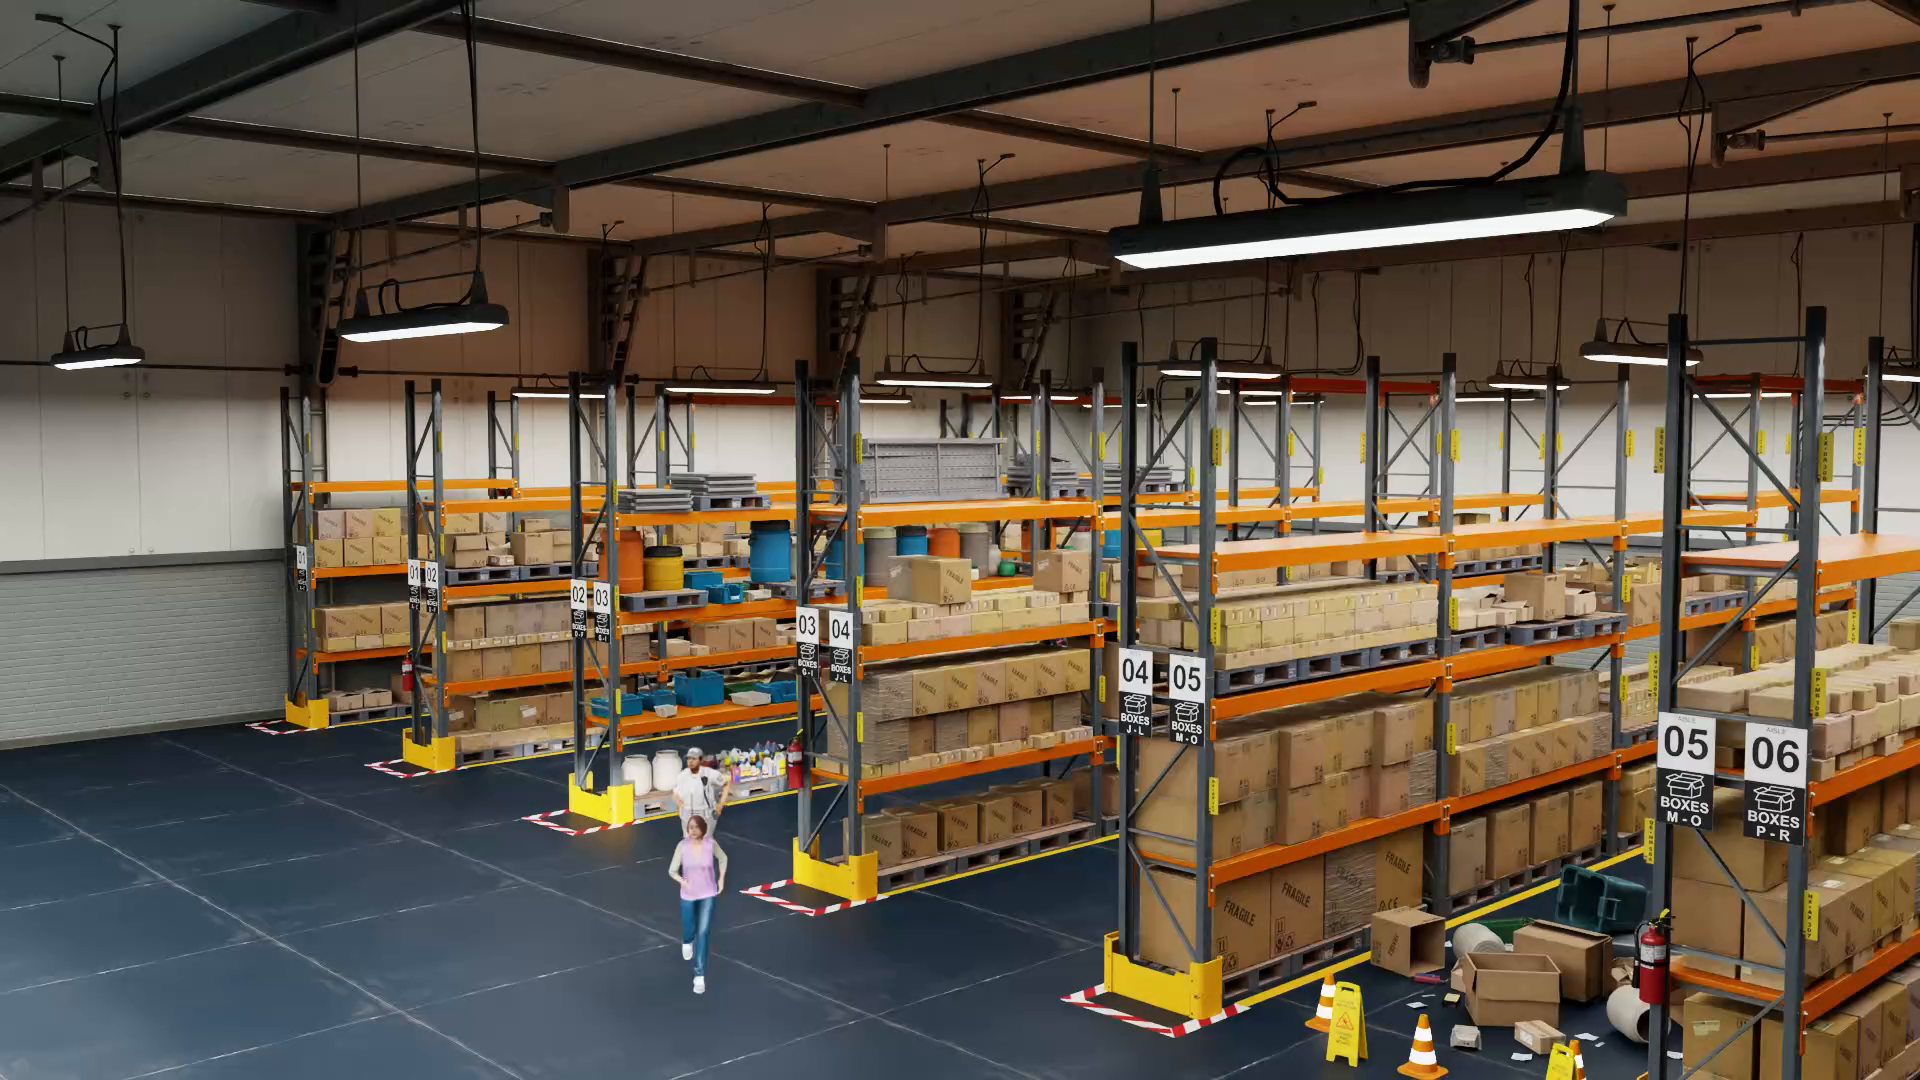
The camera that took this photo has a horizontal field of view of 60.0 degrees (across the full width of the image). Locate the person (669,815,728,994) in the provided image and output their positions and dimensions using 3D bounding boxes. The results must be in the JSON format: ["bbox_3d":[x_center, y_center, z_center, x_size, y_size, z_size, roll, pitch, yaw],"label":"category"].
[{"bbox_3d":[-2.469,3.370,15.714,0.550,1.599,0.860,0,4,-7],"label":"person"}]

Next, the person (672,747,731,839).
[{"bbox_3d":[-2.929,3.148,18.639,0.599,1.665,0.703,1,4,15],"label":"person"}]
